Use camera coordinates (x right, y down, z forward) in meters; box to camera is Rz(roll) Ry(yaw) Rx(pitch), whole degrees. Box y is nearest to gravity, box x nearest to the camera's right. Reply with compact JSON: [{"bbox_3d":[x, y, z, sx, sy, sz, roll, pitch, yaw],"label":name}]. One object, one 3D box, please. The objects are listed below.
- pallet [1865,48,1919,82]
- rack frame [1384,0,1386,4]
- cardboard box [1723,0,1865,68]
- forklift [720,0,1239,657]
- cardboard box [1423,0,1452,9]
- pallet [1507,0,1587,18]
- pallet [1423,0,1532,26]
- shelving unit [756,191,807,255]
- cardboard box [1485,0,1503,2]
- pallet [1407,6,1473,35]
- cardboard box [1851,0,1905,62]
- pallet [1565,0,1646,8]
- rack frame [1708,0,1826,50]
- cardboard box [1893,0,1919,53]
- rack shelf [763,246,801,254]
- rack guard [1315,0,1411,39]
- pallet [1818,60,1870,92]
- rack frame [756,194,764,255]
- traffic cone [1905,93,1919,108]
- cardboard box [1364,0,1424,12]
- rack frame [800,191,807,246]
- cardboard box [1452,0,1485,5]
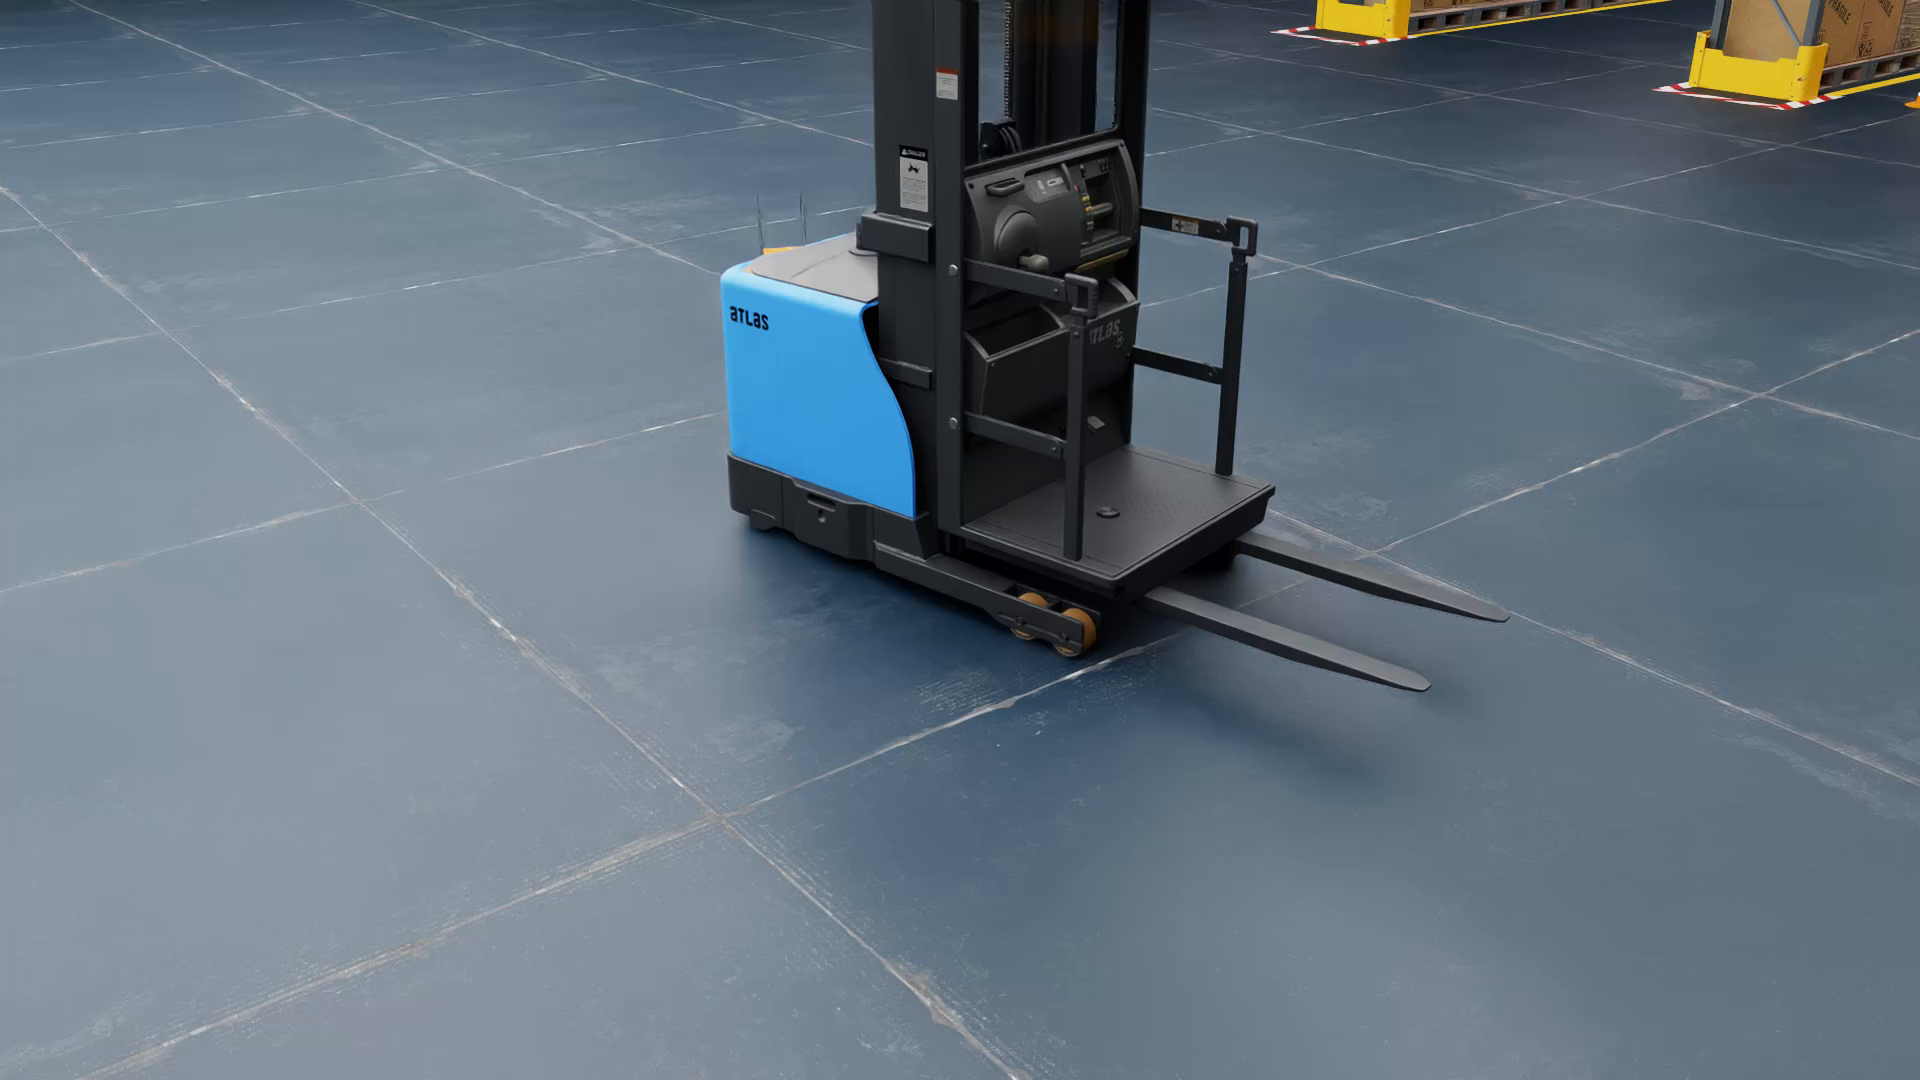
[{"bbox_3d":[9.221,-4.993,17.258,1.213,0.211,1.003,-18,31,-34],"label":"pallet"},{"bbox_3d":[4.700,-7.378,19.085,0.127,3.000,1.000,-18,31,-34],"label":"rack frame"},{"bbox_3d":[8.174,-5.134,16.274,0.875,0.875,0.875,-18,30,-34],"label":"cardboard box"},{"bbox_3d":[0.502,-1.170,5.790,3.031,2.935,1.130,19,31,35],"label":"forklift"},{"bbox_3d":[5.651,-6.758,20.220,0.500,0.500,0.500,-10,27,-21],"label":"cardboard box"},{"bbox_3d":[7.341,-6.966,21.510,1.213,0.211,1.003,-18,31,-34],"label":"pallet"},{"bbox_3d":[6.380,-6.648,20.823,1.213,0.211,1.003,-18,31,-34],"label":"pallet"},{"bbox_3d":[-0.739,-0.889,7.234,0.189,1.200,0.258,-5,25,-7],"label":"shelving unit"},{"bbox_3d":[6.622,-7.045,20.837,0.500,0.500,0.500,-22,33,-38],"label":"cardboard box"},{"bbox_3d":[5.421,-6.333,20.144,1.213,0.211,1.003,-18,31,-34],"label":"pallet"},{"bbox_3d":[8.865,-5.363,16.768,0.875,0.875,0.875,-19,31,-35],"label":"cardboard box"},{"bbox_3d":[8.459,-7.355,22.348,1.213,0.211,1.003,-18,31,-34],"label":"pallet"},{"bbox_3d":[7.681,-5.709,15.488,0.127,3.000,1.000,-18,31,-34],"label":"rack frame"},{"bbox_3d":[9.583,-5.599,17.277,0.875,0.875,0.875,-18,30,-34],"label":"cardboard box"},{"bbox_3d":[-0.748,-1.174,7.099,0.180,0.103,0.258,-5,25,-7],"label":"rack shelf"},{"bbox_3d":[4.759,-6.264,19.654,0.348,0.500,1.175,-18,31,-34],"label":"rack guard"},{"bbox_3d":[8.262,-4.678,16.579,1.213,0.211,1.003,-18,31,-34],"label":"pallet"},{"bbox_3d":[-0.829,-0.881,7.223,0.006,1.200,0.240,-5,25,-7],"label":"rack frame"},{"bbox_3d":[8.975,-4.226,15.306,0.334,0.463,0.336,-18,31,-34],"label":"traffic cone"},{"bbox_3d":[5.201,-6.592,19.861,0.500,0.500,0.500,-12,28,-25],"label":"cardboard box"},{"bbox_3d":[-0.648,-0.897,7.245,0.006,1.200,0.240,-5,25,-7],"label":"rack frame"},{"bbox_3d":[6.155,-6.915,20.556,0.500,0.500,0.500,-15,29,-29],"label":"cardboard box"}]
